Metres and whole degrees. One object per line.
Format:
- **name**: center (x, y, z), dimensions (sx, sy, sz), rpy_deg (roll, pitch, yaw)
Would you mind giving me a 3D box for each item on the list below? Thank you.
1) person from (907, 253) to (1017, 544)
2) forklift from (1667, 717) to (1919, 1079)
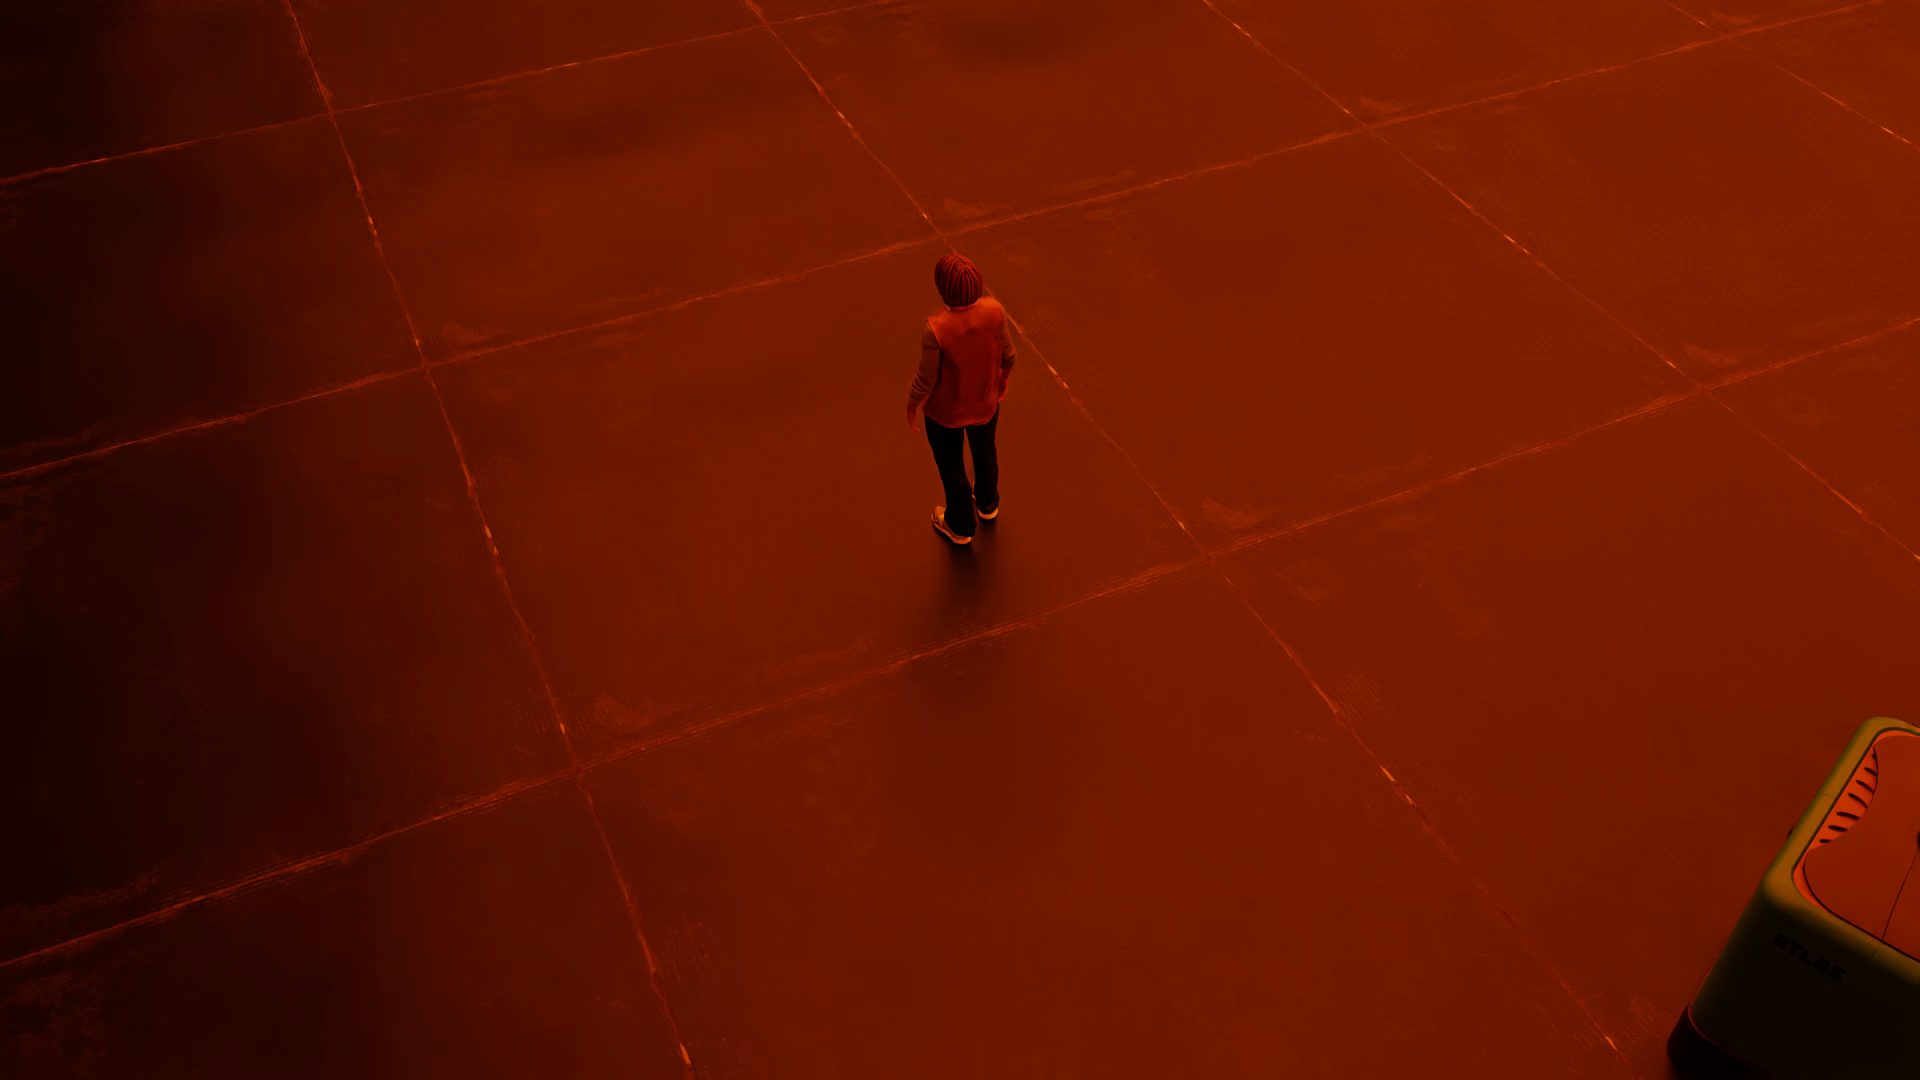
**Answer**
- **person**: center (-0.018, -0.639, 7.332), dimensions (0.520, 1.597, 0.476), rpy_deg (-18, 46, -18)
- **forklift**: center (3.909, 1.200, 4.394), dimensions (3.031, 2.935, 1.130), rpy_deg (31, 51, 29)
